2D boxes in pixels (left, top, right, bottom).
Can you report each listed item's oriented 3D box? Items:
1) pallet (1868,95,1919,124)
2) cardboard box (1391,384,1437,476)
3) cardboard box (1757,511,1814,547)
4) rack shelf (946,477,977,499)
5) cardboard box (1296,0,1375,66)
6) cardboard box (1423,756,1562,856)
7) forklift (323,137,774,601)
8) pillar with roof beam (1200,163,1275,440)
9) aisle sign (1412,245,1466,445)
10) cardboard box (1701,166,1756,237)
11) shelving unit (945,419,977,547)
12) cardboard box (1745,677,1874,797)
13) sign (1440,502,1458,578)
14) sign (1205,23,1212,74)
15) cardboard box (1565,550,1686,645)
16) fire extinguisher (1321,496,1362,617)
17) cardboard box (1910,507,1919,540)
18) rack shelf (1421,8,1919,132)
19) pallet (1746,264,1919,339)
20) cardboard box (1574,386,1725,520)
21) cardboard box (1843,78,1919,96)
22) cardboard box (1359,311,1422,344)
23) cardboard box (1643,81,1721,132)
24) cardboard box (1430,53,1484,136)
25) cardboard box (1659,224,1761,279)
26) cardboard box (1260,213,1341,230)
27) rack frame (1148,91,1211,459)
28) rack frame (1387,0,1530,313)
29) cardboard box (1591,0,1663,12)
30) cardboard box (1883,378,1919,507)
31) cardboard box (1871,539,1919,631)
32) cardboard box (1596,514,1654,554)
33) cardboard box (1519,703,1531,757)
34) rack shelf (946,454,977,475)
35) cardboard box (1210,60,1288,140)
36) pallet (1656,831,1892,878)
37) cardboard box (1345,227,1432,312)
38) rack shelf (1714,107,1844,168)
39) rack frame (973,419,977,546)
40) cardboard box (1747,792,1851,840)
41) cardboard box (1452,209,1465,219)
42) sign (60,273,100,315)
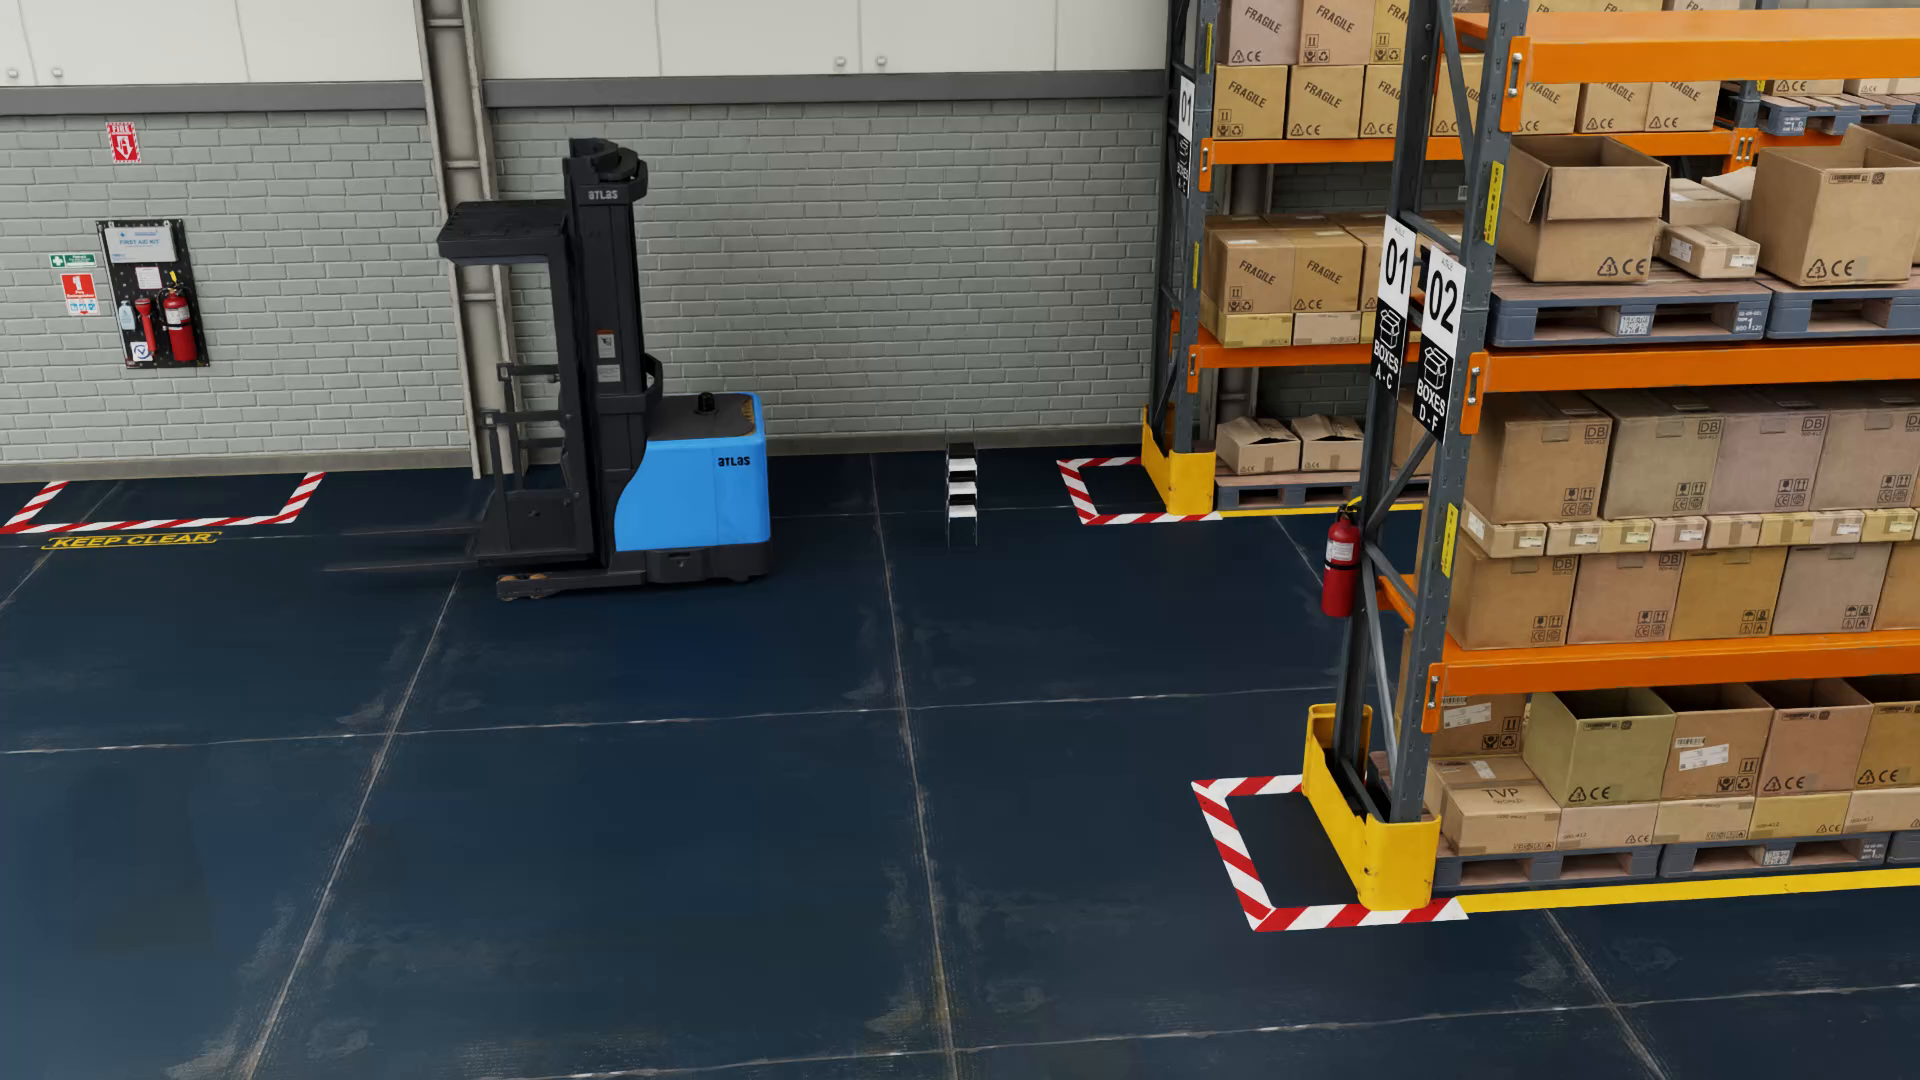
[{"bbox_3d":[7.272,-3.263,12.435,1.003,0.211,1.213,-2,24,-5],"label":"pallet"},{"bbox_3d":[3.635,-0.876,13.063,0.500,0.500,0.700,-4,24,-8],"label":"cardboard box"},{"bbox_3d":[3.819,-0.115,7.893,0.250,0.149,0.380,-3,24,-6],"label":"cardboard box"},{"bbox_3d":[0.008,-0.381,12.081,0.200,0.077,0.258,-2,24,-5],"label":"rack shelf"},{"bbox_3d":[2.547,-3.593,11.569,0.500,0.500,0.500,-3,24,-6],"label":"cardboard box"},{"bbox_3d":[2.681,1.341,8.407,0.500,0.250,0.500,-2,24,-5],"label":"cardboard box"},{"bbox_3d":[-2.862,-1.156,11.242,3.031,2.935,1.130,-3,24,-8],"label":"forklift"},{"bbox_3d":[2.670,-3.173,8.309,0.400,9.000,9.100,-2,24,-5],"label":"pillar with roof beam"},{"bbox_3d":[2.090,-0.853,7.276,0.004,0.787,0.394,-2,24,-5],"label":"aisle sign"},{"bbox_3d":[3.799,-1.552,7.776,0.500,0.311,0.500,0,24,1],"label":"cardboard box"},{"bbox_3d":[0.008,-0.412,12.068,0.210,0.900,0.258,-2,24,-5],"label":"shelving unit"},{"bbox_3d":[4.174,0.940,8.387,0.500,0.500,0.500,-2,24,-5],"label":"cardboard box"},{"bbox_3d":[2.174,0.001,7.391,0.005,0.325,0.100,-2,24,-5],"label":"sign"},{"bbox_3d":[1.689,-3.345,11.312,0.005,0.325,0.100,-2,24,-5],"label":"sign"},{"bbox_3d":[3.114,0.126,8.150,0.500,0.500,0.700,-2,24,-4],"label":"cardboard box"},{"bbox_3d":[1.962,0.061,8.516,0.183,0.674,0.296,-2,24,-5],"label":"fire extinguisher"},{"bbox_3d":[4.593,-0.146,7.963,0.250,0.149,0.380,-2,24,-4],"label":"cardboard box"},{"bbox_3d":[4.116,-2.101,7.277,4.000,0.370,1.077,-2,24,-5],"label":"rack shelf"},{"bbox_3d":[4.049,-1.190,7.649,1.213,0.211,1.003,-2,24,-5],"label":"pallet"},{"bbox_3d":[3.167,-0.469,7.892,0.500,0.500,0.700,-3,24,-7],"label":"cardboard box"},{"bbox_3d":[6.781,-3.489,12.307,0.500,0.311,0.500,-2,24,-3],"label":"cardboard box"},{"bbox_3d":[3.175,-1.670,12.474,0.500,0.250,0.500,-3,24,-6],"label":"cardboard box"},{"bbox_3d":[5.135,-3.259,12.048,0.500,0.500,0.500,-2,24,-4],"label":"cardboard box"},{"bbox_3d":[3.578,-3.191,11.895,0.500,0.500,0.500,-1,24,-2],"label":"cardboard box"},{"bbox_3d":[3.314,-1.279,7.361,0.250,0.149,0.380,-2,24,-5],"label":"cardboard box"},{"bbox_3d":[2.585,-2.198,12.739,0.500,0.500,0.500,-2,24,-4],"label":"cardboard box"},{"bbox_3d":[1.635,-1.794,12.593,0.127,3.000,1.000,-2,24,-5],"label":"rack frame"},{"bbox_3d":[2.126,-2.533,6.870,0.127,3.000,1.000,-2,24,-5],"label":"rack frame"},{"bbox_3d":[4.597,-3.680,11.764,0.500,0.500,0.500,-1,24,-2],"label":"cardboard box"},{"bbox_3d":[4.664,-0.529,8.027,0.500,0.500,0.700,-2,24,-5],"label":"cardboard box"},{"bbox_3d":[4.642,0.065,8.287,0.500,0.500,0.700,-2,24,-4],"label":"cardboard box"},{"bbox_3d":[3.048,-0.083,7.823,0.250,0.149,0.380,-2,24,-5],"label":"cardboard box"},{"bbox_3d":[3.127,1.107,8.934,0.500,0.250,0.500,-2,24,-5],"label":"cardboard box"},{"bbox_3d":[0.008,-0.546,12.008,0.200,0.077,0.258,-2,24,-5],"label":"rack shelf"},{"bbox_3d":[1.993,-3.132,11.762,0.500,0.500,0.500,-2,24,-4],"label":"cardboard box"},{"bbox_3d":[4.094,1.388,8.868,1.213,0.211,1.003,-2,24,-5],"label":"pallet"},{"bbox_3d":[3.147,-2.008,12.312,0.500,0.500,0.500,-3,24,-7],"label":"cardboard box"},{"bbox_3d":[7.606,-3.075,12.668,4.000,0.370,1.077,-2,24,-5],"label":"rack shelf"},{"bbox_3d":[0.109,-0.416,12.077,0.006,0.900,0.240,-2,24,-5],"label":"rack frame"},{"bbox_3d":[4.174,1.282,8.540,0.500,0.250,0.500,-2,24,-5],"label":"cardboard box"},{"bbox_3d":[4.116,-2.266,12.891,0.500,0.500,0.500,-2,24,-4],"label":"cardboard box"},{"bbox_3d":[-6.748,-1.884,12.753,0.234,0.329,0.001,-2,24,-5],"label":"sign"}]
